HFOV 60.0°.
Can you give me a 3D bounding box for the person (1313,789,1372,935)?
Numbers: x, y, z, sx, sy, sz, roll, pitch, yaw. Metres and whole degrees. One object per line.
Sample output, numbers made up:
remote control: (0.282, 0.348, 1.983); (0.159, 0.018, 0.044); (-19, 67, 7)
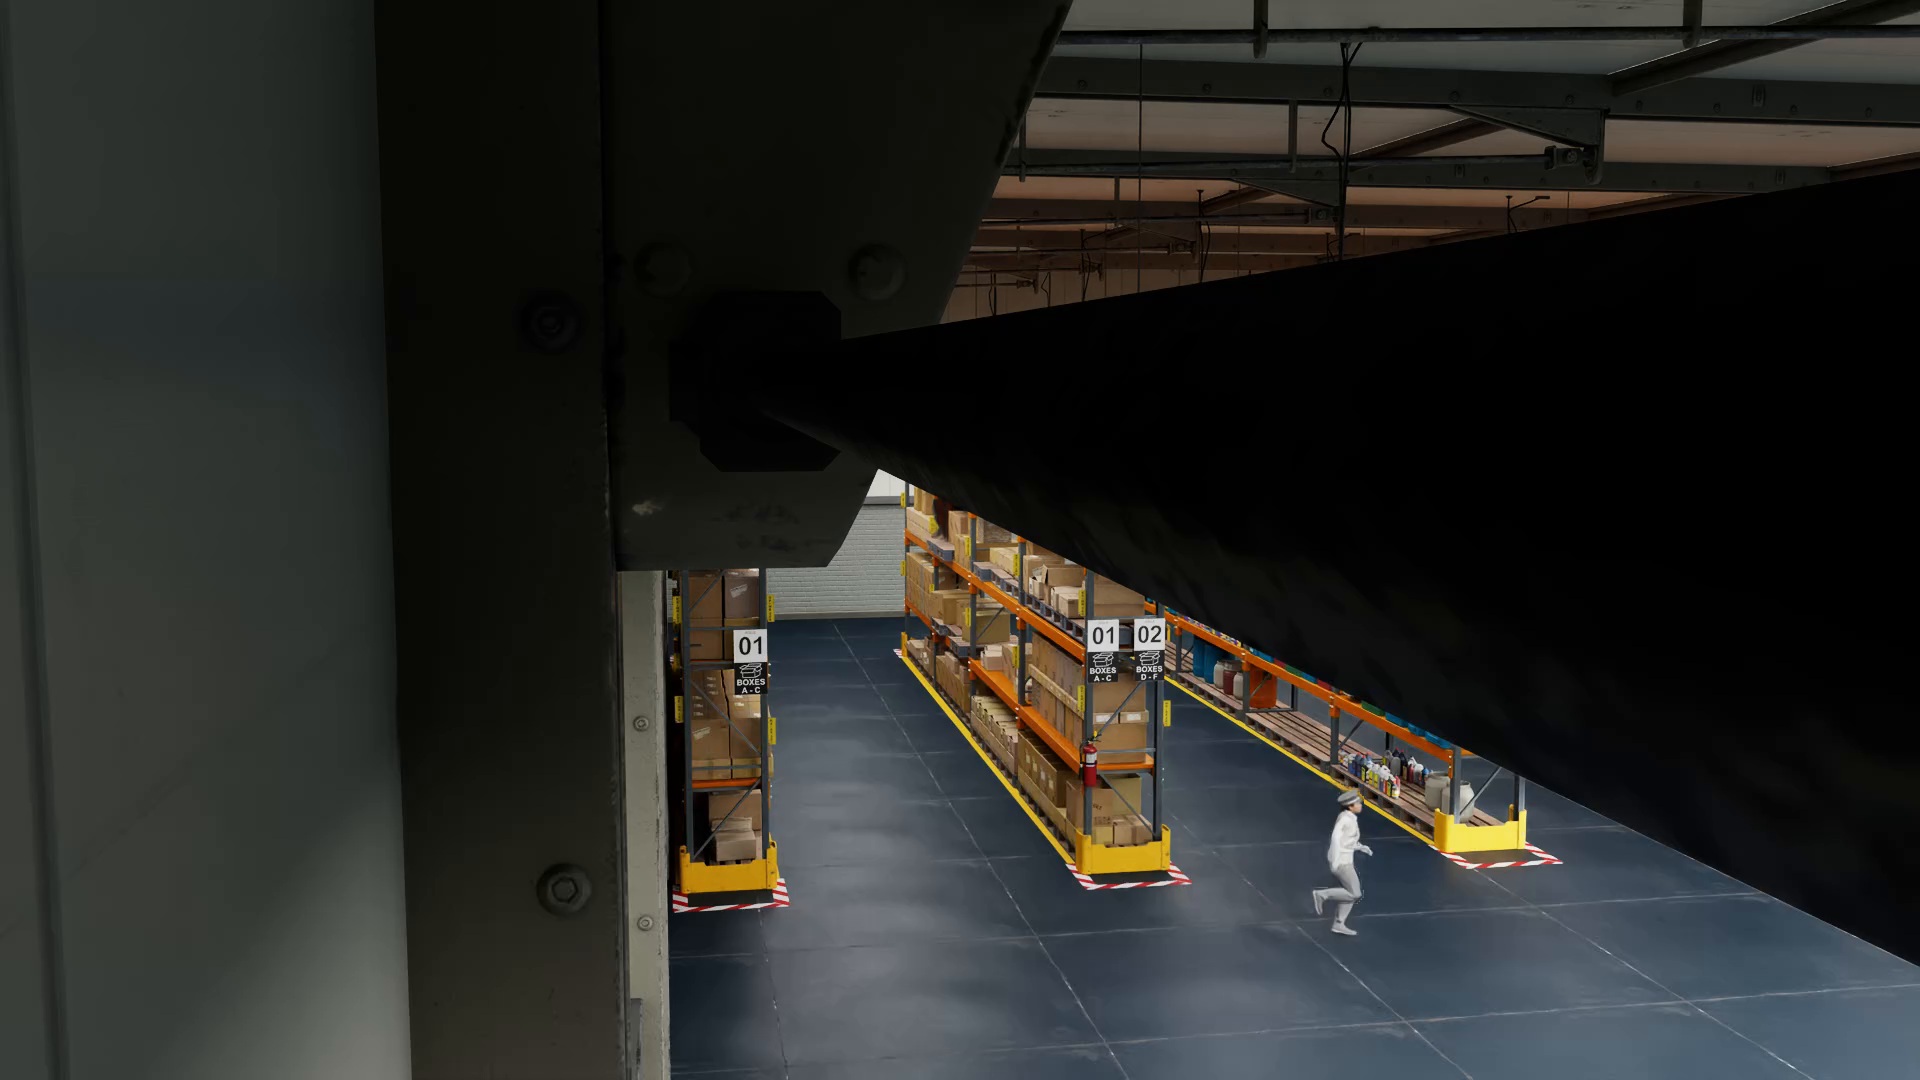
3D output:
person: (4.284, 3.606, 18.610); (0.644, 1.650, 0.653); (1, 6, 11)
